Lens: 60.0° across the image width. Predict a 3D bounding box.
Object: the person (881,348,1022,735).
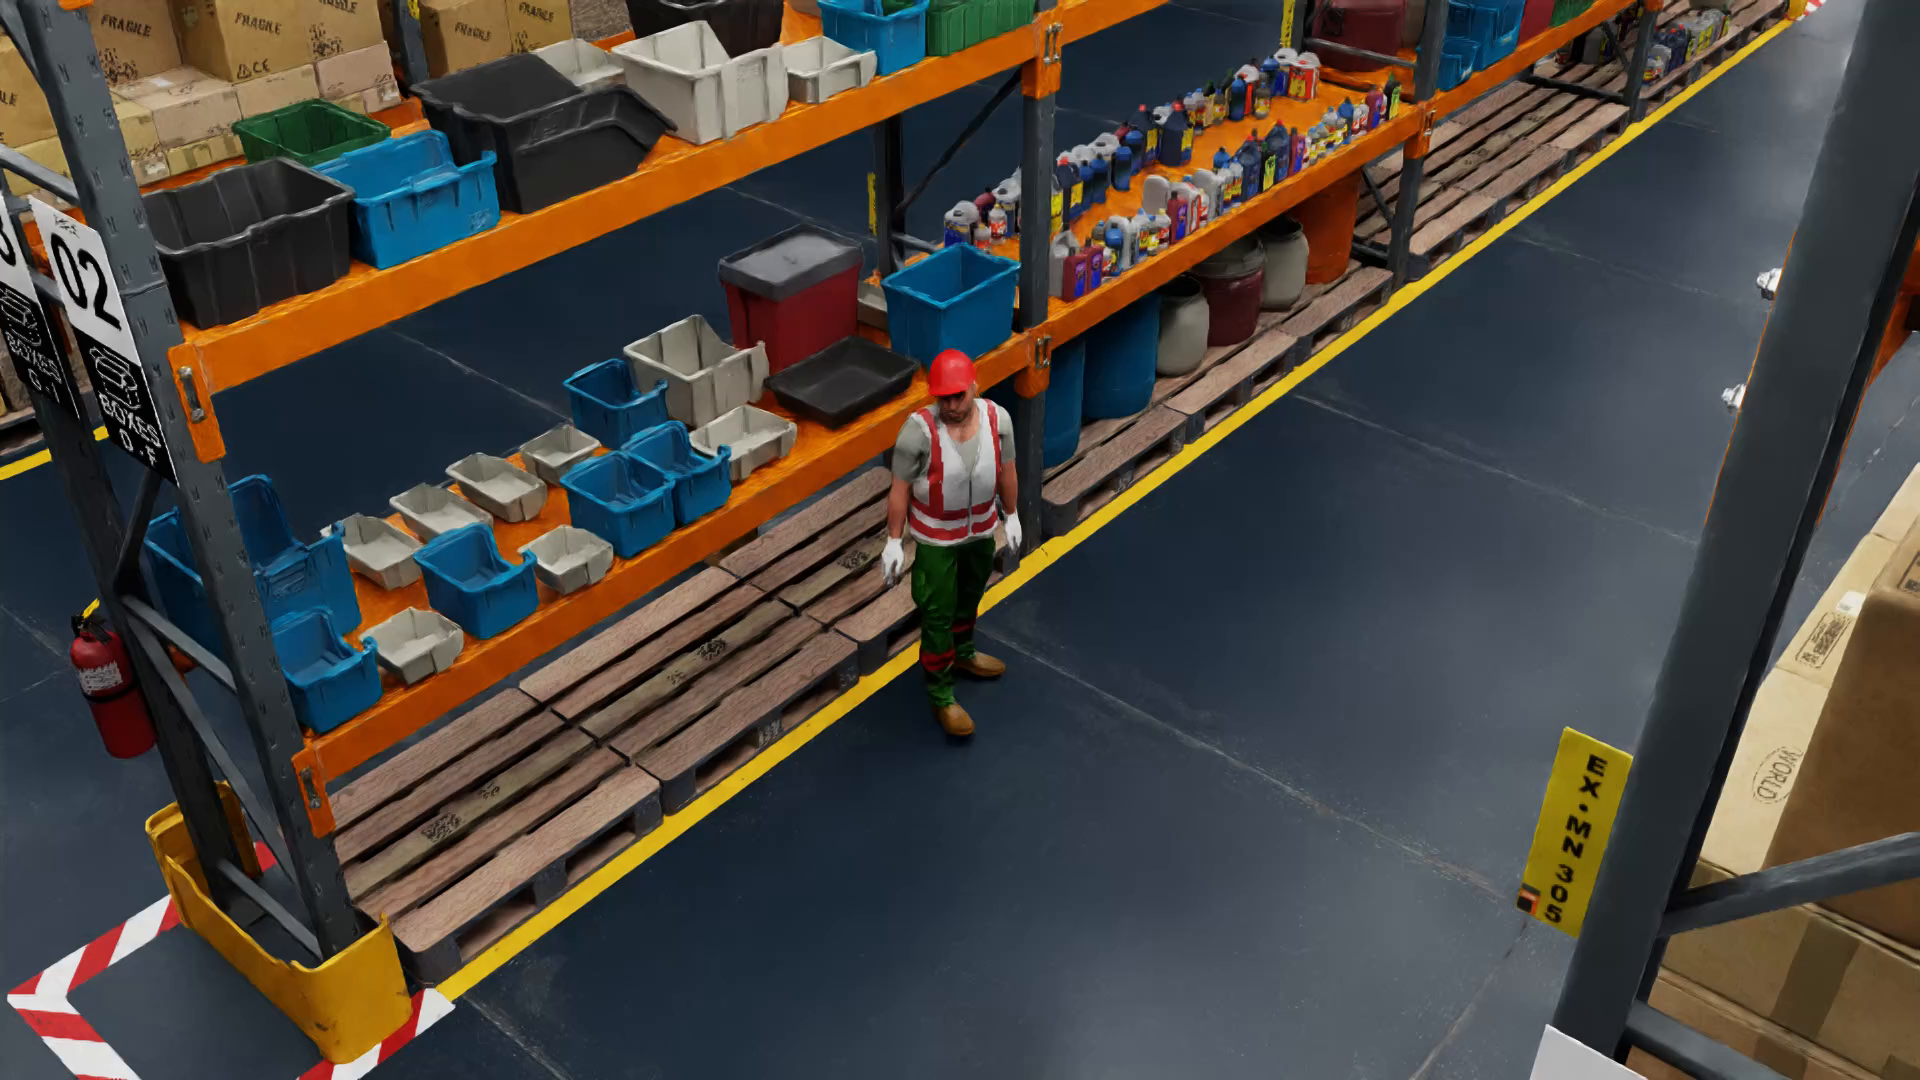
[{"bbox_3d":[-0.016,0.002,7.168,0.678,1.787,0.580,-18,39,-25],"label":"person"}]
